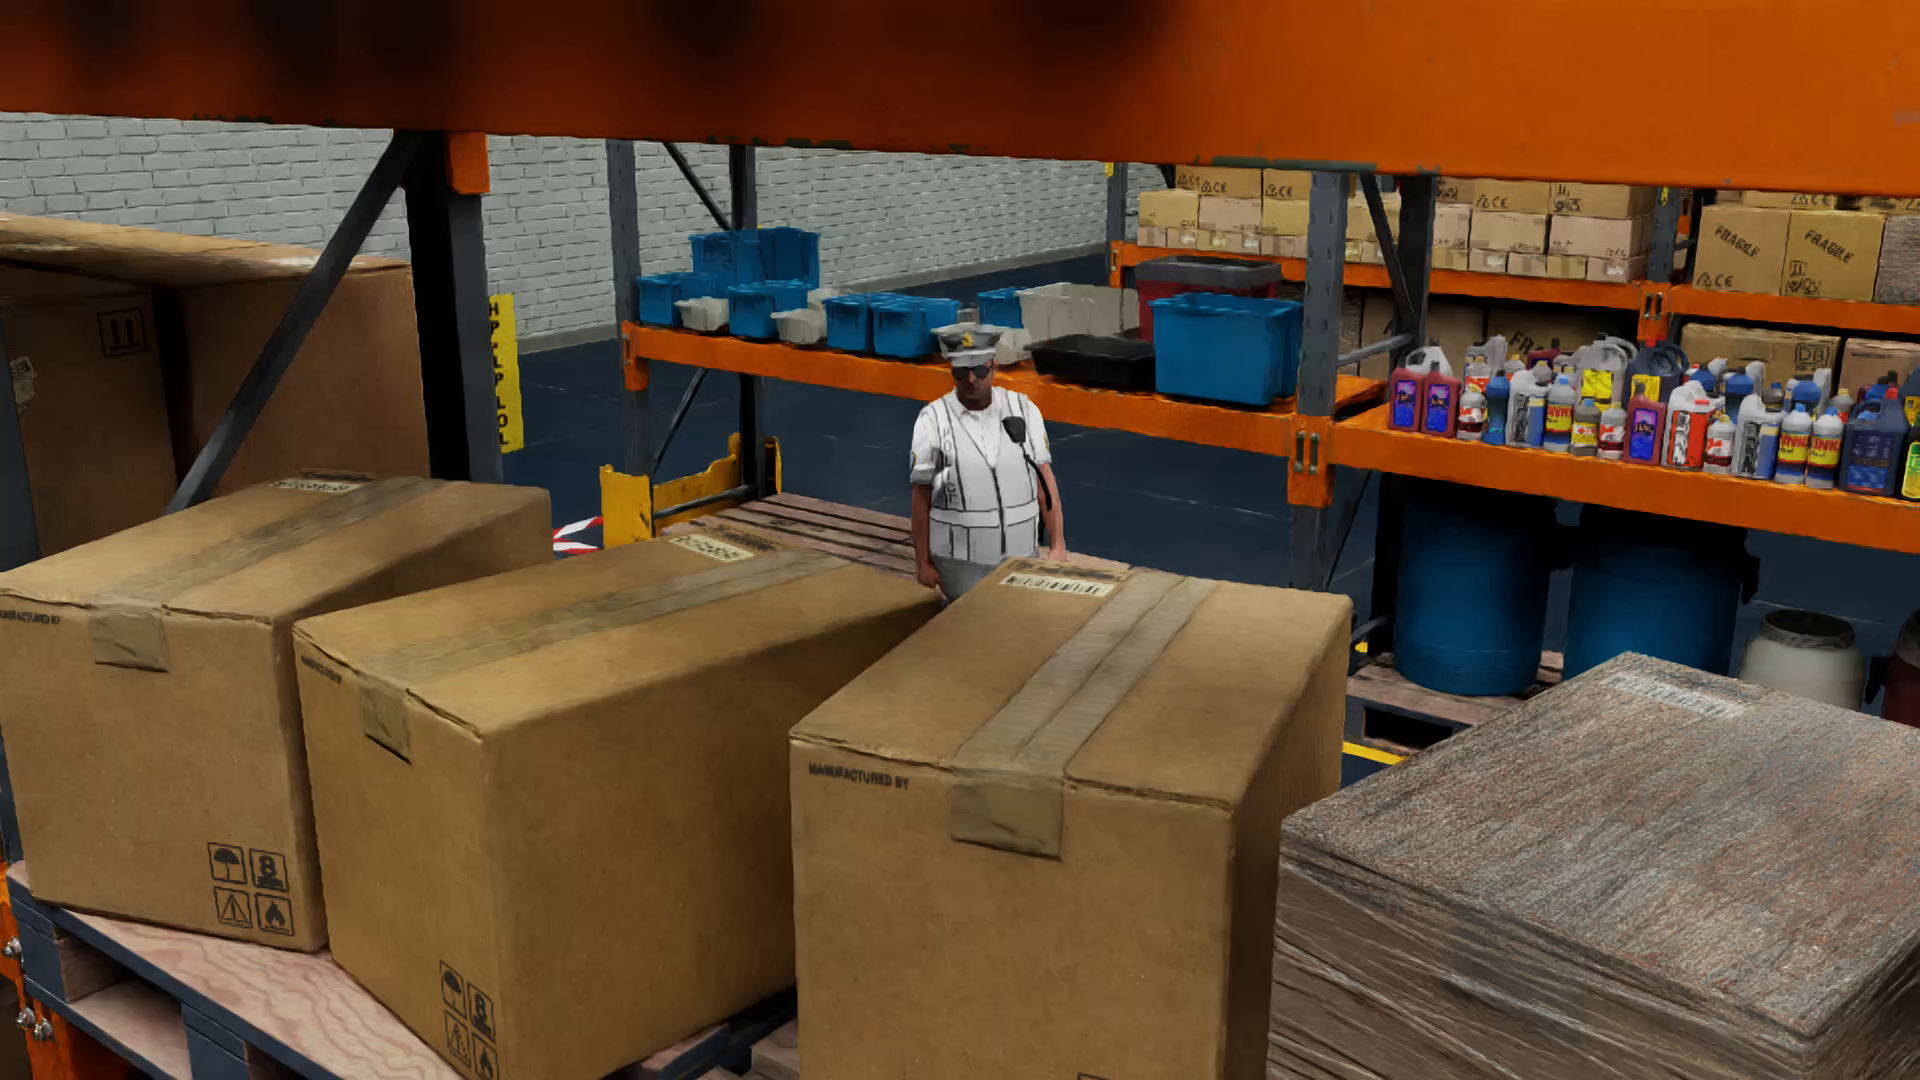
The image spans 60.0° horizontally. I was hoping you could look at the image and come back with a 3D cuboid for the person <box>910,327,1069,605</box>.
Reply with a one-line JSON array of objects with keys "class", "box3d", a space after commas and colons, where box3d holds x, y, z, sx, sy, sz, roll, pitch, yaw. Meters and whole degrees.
[{"class": "person", "box3d": [0.094, 0.034, 6.402, 0.546, 1.723, 0.817, -7, 18, -22]}]
